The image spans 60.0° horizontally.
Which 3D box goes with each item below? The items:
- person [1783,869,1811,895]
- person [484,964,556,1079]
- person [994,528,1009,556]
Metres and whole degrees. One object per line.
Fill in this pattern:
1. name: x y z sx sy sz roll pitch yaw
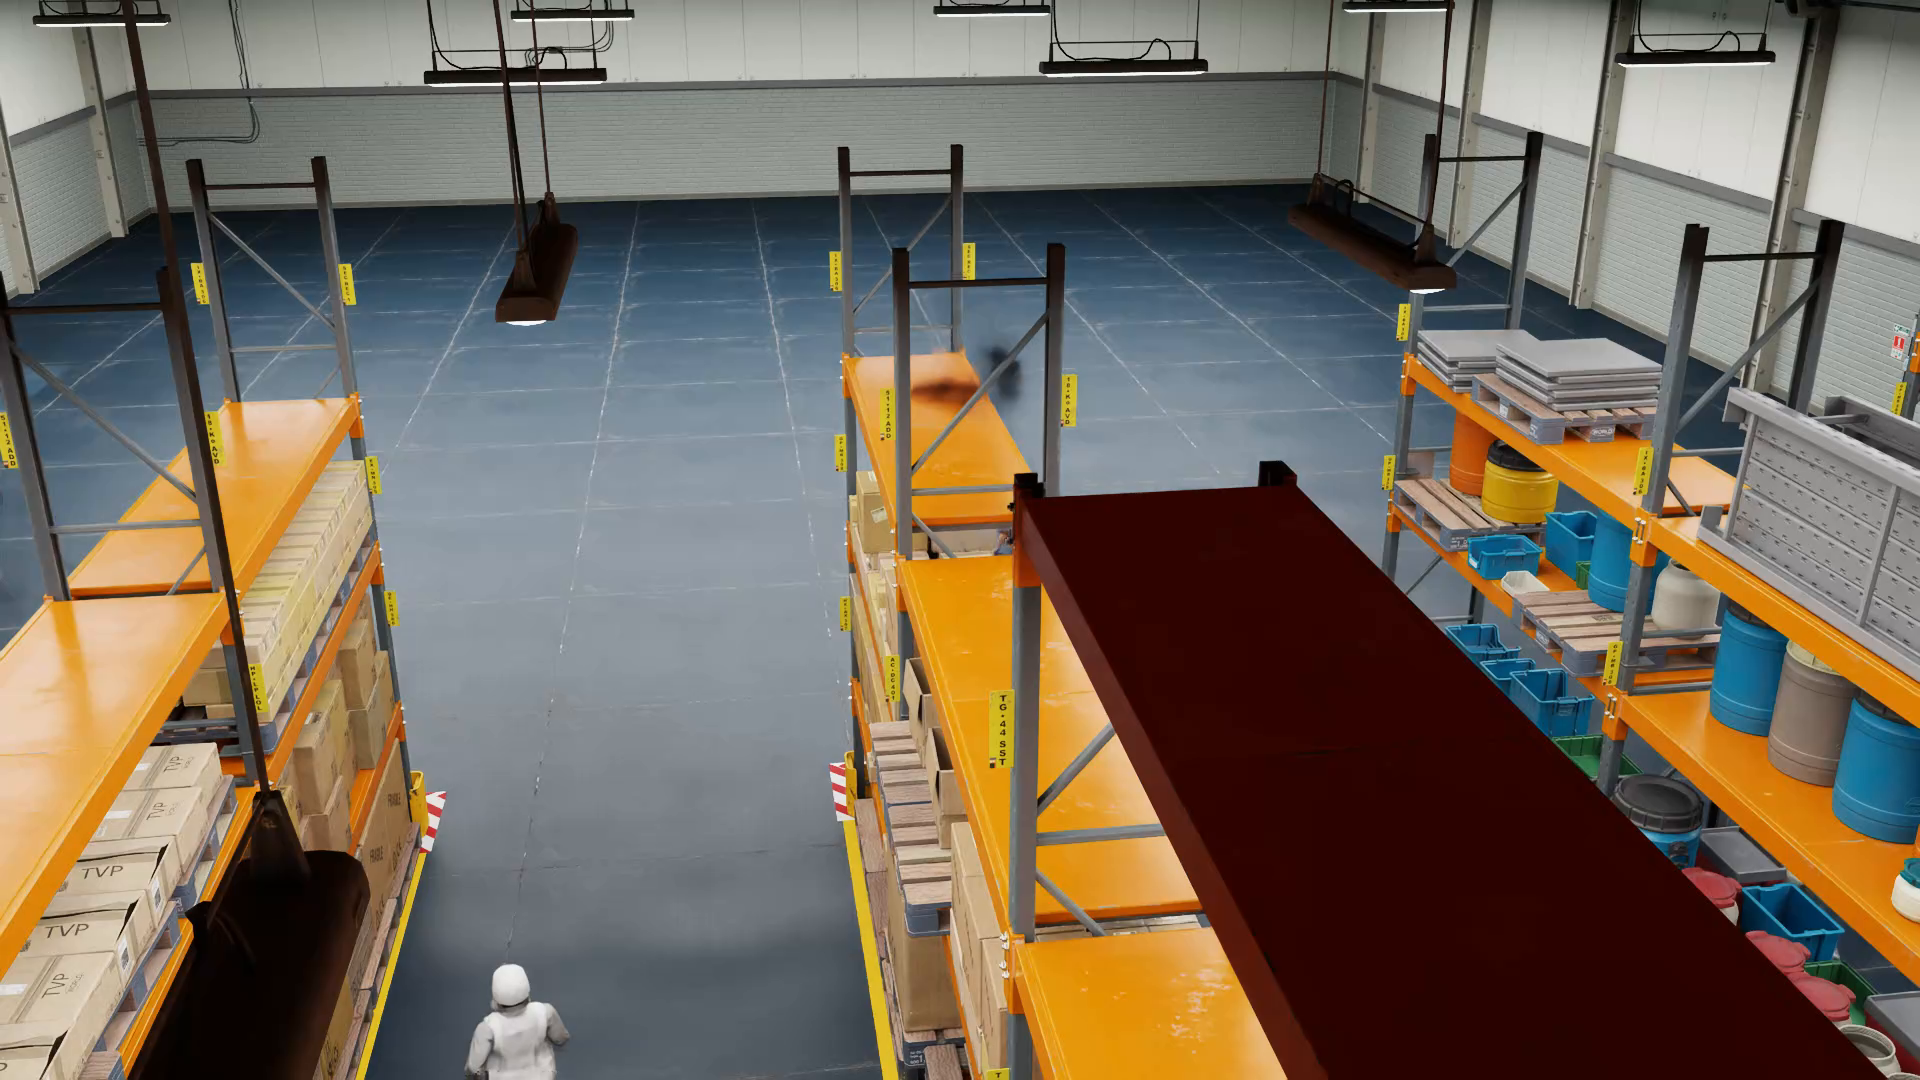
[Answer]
1. person: 6.522 2.608 12.908 0.583 1.618 0.593 -3 22 -8
2. person: -2.779 3.412 10.435 0.518 1.690 0.817 -8 23 -19
3. person: 0.209 0.238 18.787 0.524 1.523 0.591 9 23 21
